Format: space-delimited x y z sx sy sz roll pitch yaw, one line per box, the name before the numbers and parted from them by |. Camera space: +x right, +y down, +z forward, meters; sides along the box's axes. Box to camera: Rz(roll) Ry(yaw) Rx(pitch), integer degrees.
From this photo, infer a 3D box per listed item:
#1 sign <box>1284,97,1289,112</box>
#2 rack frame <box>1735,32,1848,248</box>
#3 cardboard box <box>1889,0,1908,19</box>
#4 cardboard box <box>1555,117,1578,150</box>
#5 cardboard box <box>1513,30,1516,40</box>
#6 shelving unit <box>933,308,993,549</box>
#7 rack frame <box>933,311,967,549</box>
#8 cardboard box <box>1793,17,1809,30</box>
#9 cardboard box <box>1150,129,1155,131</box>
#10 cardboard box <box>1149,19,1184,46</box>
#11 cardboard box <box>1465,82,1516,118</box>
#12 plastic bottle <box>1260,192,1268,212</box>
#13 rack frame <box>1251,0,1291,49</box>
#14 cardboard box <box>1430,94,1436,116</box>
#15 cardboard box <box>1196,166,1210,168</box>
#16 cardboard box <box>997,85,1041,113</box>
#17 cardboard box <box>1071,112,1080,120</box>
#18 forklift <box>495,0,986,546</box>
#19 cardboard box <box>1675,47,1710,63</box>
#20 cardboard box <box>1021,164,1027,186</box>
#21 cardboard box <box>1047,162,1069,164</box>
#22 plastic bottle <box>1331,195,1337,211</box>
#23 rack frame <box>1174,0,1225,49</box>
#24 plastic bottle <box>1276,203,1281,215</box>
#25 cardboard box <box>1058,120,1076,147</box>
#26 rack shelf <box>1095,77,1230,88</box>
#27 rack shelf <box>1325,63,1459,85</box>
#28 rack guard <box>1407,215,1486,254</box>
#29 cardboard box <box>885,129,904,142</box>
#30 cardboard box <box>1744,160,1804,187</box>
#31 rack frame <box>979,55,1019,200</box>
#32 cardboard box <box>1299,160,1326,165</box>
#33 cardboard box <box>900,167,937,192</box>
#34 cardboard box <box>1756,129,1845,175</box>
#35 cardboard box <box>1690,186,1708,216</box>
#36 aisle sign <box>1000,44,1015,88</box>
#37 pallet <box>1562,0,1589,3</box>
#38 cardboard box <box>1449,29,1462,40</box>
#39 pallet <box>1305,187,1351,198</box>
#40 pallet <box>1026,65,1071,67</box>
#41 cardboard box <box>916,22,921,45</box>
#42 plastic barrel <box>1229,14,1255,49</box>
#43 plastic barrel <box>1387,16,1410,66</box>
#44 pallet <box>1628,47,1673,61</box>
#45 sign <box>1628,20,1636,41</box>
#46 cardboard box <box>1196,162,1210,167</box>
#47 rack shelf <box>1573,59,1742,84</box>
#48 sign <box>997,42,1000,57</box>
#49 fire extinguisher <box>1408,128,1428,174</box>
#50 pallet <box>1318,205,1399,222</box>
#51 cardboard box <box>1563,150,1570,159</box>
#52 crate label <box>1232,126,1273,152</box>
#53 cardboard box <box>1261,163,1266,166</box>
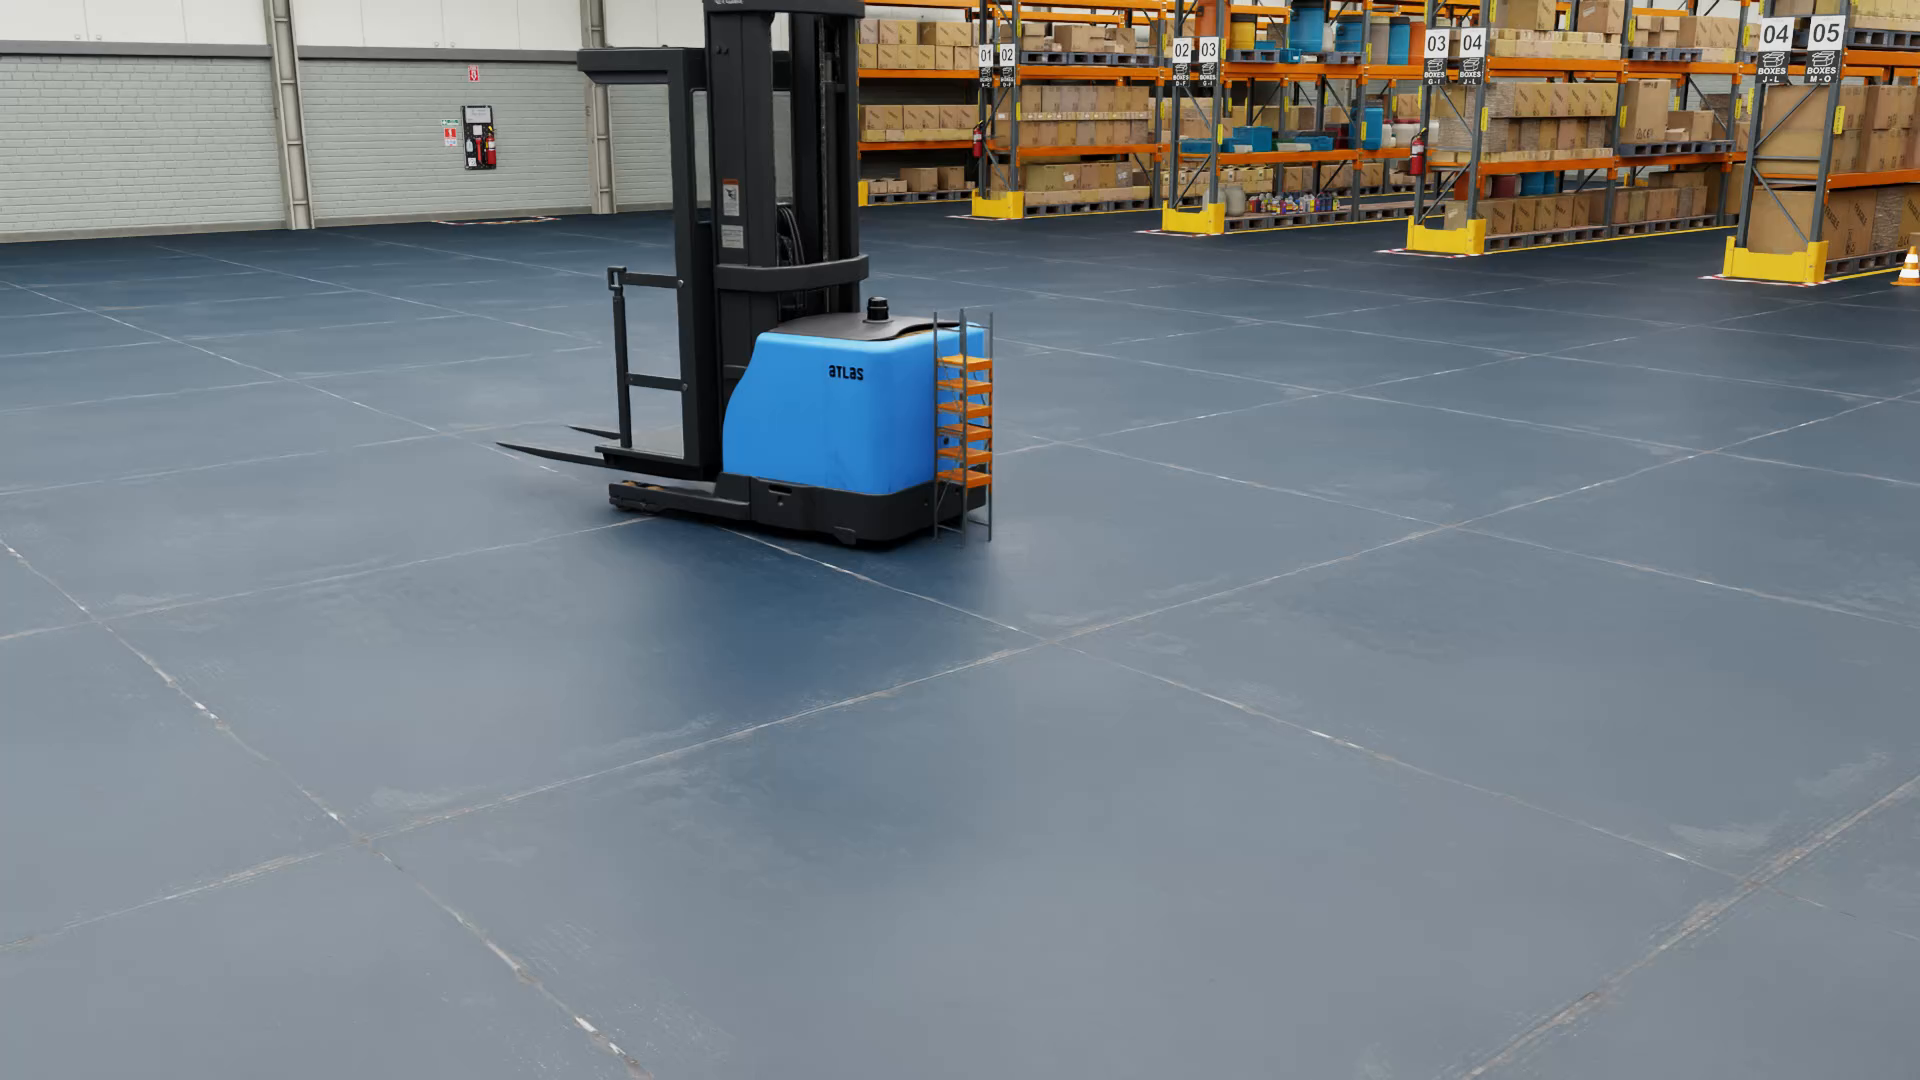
sign | 7.139 -9.522 36.340 0.005 0.325 0.100 -13 19 -39
rack frame | 10.417 -4.803 20.917 0.127 3.000 1.000 -13 19 -39
cardboard box | 11.711 -6.778 21.206 0.500 0.250 0.500 -13 20 -40
cardboard box | 9.163 -6.409 26.159 0.500 0.500 0.875 -13 19 -39
cardboard box | 7.965 -7.448 24.527 0.250 0.149 0.380 -13 20 -40
shelving unit | 0.016 -0.574 8.575 0.189 1.200 0.258 -14 20 -41
rack frame | -0.051 -0.558 8.514 0.006 1.200 0.240 -14 20 -41
cardboard box | 10.445 -6.504 20.953 0.250 0.149 0.380 -13 20 -39
cardboard box | 4.668 -10.114 41.251 0.250 0.149 0.380 -12 19 -38
cardboard box | 4.246 -10.431 34.199 0.500 0.500 0.500 -12 19 -39
cardboard box | 7.831 -6.500 24.566 0.500 0.500 0.500 -13 19 -39
plastic bottle | 5.518 -6.168 30.311 0.185 0.351 0.144 -12 19 -37
rack frame | 6.772 -11.968 36.118 0.127 3.000 1.000 -13 19 -39
cardboard box | 11.107 -10.478 40.034 0.500 0.500 0.500 -13 20 -41
cardboard box | 5.407 -8.007 36.341 0.500 0.311 0.500 -13 20 -41
cardboard box | 1.137 -8.475 31.958 0.500 0.500 0.700 -13 19 -39
cardboard box | 2.144 -8.319 32.632 0.250 0.149 0.380 -13 20 -40
forklift | -1.372 -1.655 9.267 3.031 2.935 1.130 9 18 31
cardboard box | 12.328 -8.218 28.181 0.500 0.250 0.500 -12 19 -38
cardboard box | 1.401 -8.586 39.072 0.500 0.500 0.700 -13 20 -40
cardboard box | 2.069 -7.357 33.540 0.500 0.500 0.500 -13 19 -39
plastic bottle | 6.857 -6.182 30.491 0.133 0.283 0.061 -11 19 -37
rack frame | 3.986 -9.648 27.432 0.127 3.000 1.000 -13 19 -39
plastic bottle | 5.636 -5.874 29.499 0.097 0.201 0.097 0 15 0
cardboard box | 1.869 -8.012 32.740 0.500 0.500 0.700 -12 19 -39
rack shelf | 5.026 -11.474 41.474 4.000 0.370 1.077 -13 19 -39
rack shelf | 8.512 -8.868 31.717 4.000 0.370 1.077 -13 19 -39
rack guard | 7.294 -4.591 24.967 0.348 0.500 1.175 -13 19 -39
cardboard box | -1.559 -8.727 35.861 0.500 0.250 0.500 -13 20 -41
cardboard box | 15.146 -6.731 31.439 0.875 0.875 1.225 -14 20 -41
rack frame | 0.737 -7.714 31.818 0.127 3.000 1.000 -13 19 -39
cardboard box | 8.132 -8.826 38.516 0.500 0.250 0.500 -13 20 -40
cardboard box | -0.920 -7.994 36.856 0.500 0.500 0.700 -14 21 -43
cardboard box | 10.667 -4.947 21.166 0.550 0.550 0.875 -13 19 -39
cardboard box | 12.780 -6.028 29.496 0.500 0.500 0.700 -14 20 -42
aisle sign | 0.888 -8.900 31.218 0.004 0.787 0.394 -13 19 -39
pallet | 12.434 -11.250 34.571 1.213 0.211 1.003 -13 19 -39
cardboard box | 7.241 -7.462 24.580 0.250 0.149 0.380 -13 19 -39
pallet | 8.280 -8.047 38.468 1.213 0.211 1.003 -13 19 -39
pallet | 1.816 -10.974 38.574 1.003 0.211 1.213 -13 19 -39
cardboard box | -1.189 -11.050 36.323 0.500 0.500 0.500 -13 20 -39
plastic barrel | 4.762 -8.710 28.556 0.600 0.588 0.600 0 15 0
plastic barrel | 8.231 -9.469 31.601 0.708 0.901 0.600 -13 19 -39
pallet | 10.790 -7.905 27.084 1.003 0.211 1.213 -13 19 -39
sign | 10.616 -8.058 26.289 0.005 0.325 0.100 -13 19 -39
cardboard box | 6.130 -9.740 42.753 0.750 0.750 0.750 -12 19 -39
rack shelf | 11.763 -7.903 28.107 4.000 0.370 1.077 -13 19 -39
sign | 0.862 -10.950 37.119 0.005 0.325 0.100 -13 19 -39
fire extinguisher | 6.848 -5.818 24.869 0.183 0.674 0.296 -13 19 -39
pallet | 7.570 -6.221 31.629 1.213 0.211 1.003 -13 19 -39
cardboard box | 9.310 -6.046 26.058 0.250 0.149 0.380 -13 19 -39
crate label | 5.197 -7.131 29.566 0.616 0.435 0.502 -13 19 -39
cardboard box | 7.936 -9.984 44.345 0.500 0.500 0.700 -12 19 -38
